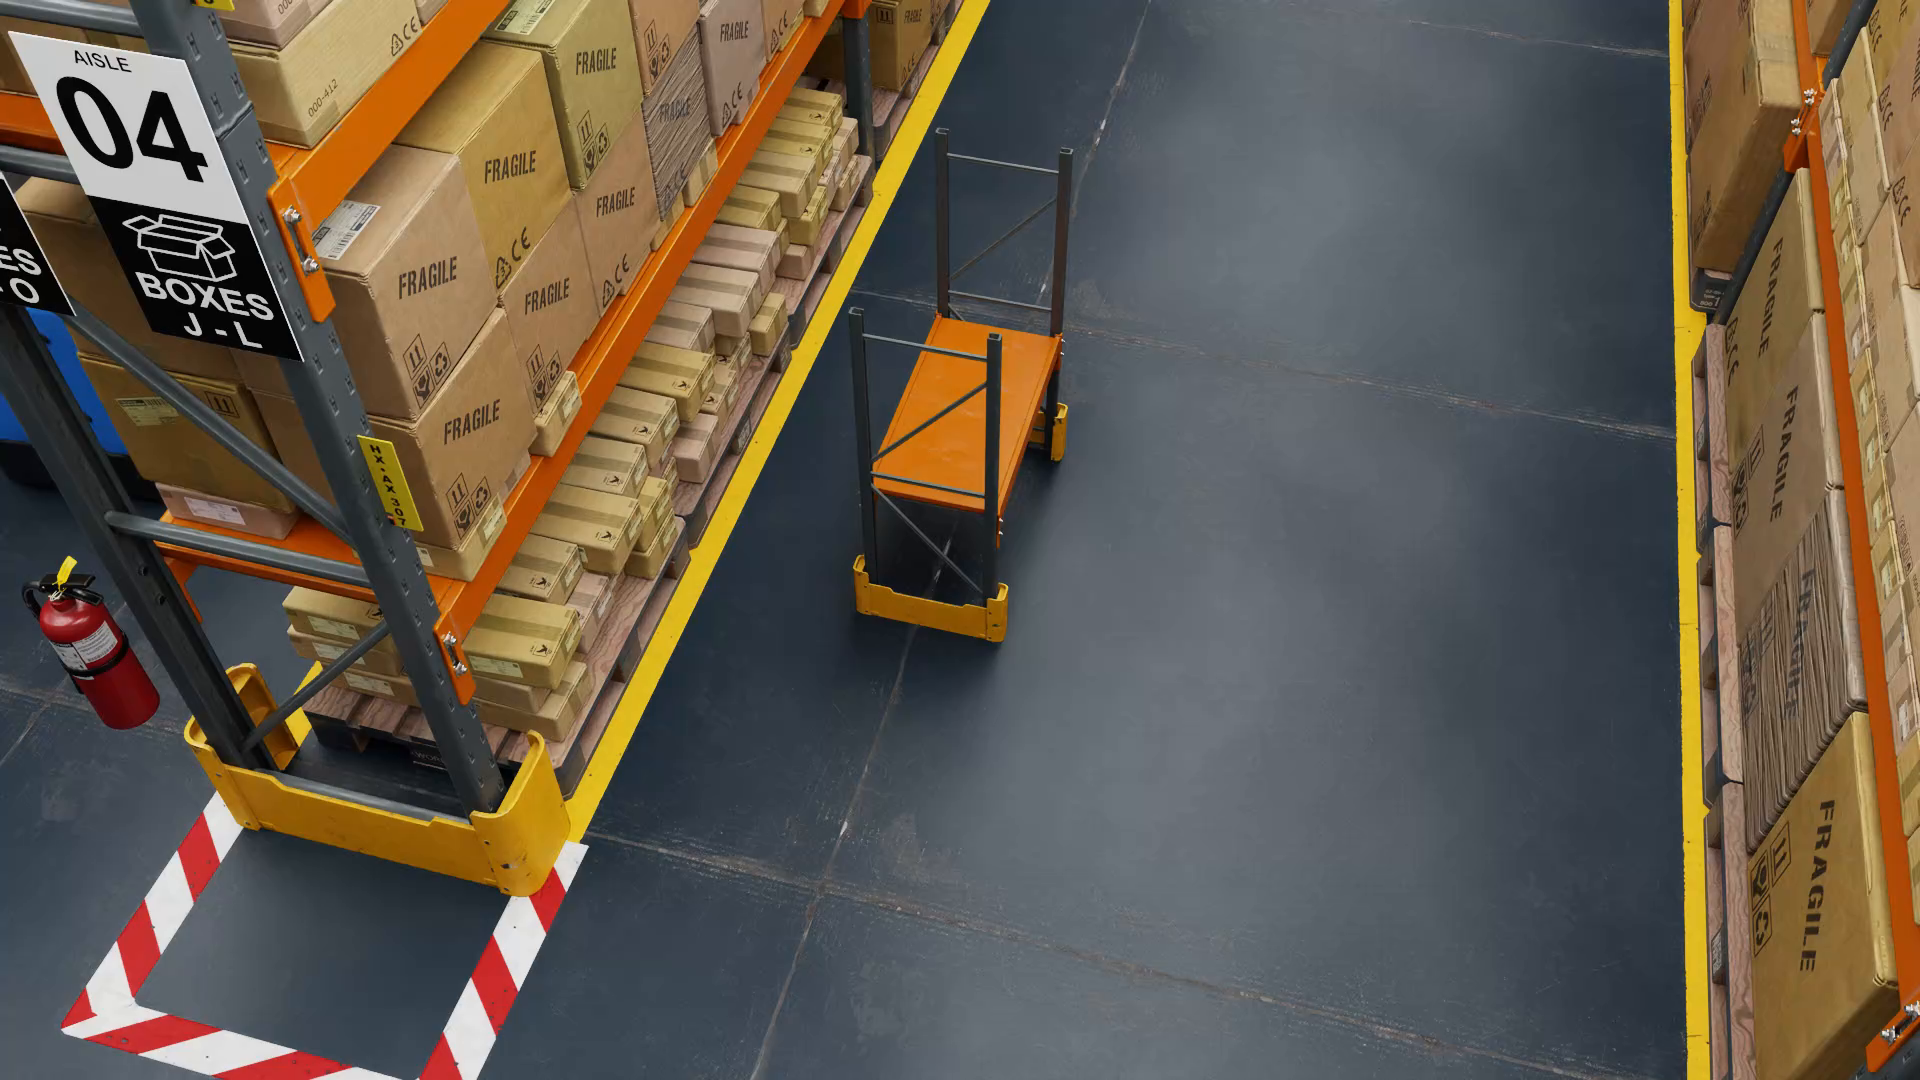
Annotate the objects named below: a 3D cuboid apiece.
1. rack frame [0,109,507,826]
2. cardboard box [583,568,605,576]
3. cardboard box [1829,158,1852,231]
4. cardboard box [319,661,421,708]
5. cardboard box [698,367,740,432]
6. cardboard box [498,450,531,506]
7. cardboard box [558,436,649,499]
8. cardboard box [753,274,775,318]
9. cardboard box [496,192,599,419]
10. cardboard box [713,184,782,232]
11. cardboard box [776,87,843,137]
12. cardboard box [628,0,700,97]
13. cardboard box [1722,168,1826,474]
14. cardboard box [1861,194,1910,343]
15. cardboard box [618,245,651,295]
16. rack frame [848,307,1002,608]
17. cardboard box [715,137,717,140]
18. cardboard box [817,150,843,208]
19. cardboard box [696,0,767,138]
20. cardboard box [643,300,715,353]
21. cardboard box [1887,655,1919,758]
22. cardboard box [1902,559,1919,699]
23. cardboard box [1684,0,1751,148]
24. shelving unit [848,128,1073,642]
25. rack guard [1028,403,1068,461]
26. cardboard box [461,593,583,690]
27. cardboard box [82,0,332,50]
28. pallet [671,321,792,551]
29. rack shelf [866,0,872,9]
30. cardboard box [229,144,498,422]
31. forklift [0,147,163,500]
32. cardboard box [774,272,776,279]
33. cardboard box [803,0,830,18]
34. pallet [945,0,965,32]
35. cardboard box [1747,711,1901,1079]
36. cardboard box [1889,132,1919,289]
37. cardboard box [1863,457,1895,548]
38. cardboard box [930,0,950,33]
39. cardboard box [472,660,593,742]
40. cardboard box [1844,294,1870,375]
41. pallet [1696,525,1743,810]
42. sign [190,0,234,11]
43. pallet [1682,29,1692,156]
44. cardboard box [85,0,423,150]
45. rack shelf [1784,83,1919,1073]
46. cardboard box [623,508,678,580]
[{"bbox_3d":[-1.968,0.039,4.634,1.000,3.000,0.127,12,50,10],"label":"rack frame"},{"bbox_3d":[-1.477,0.035,6.060,0.380,0.149,0.250,12,50,11],"label":"cardboard box"},{"bbox_3d":[3.306,-1.190,5.886,0.380,0.149,0.250,13,50,11],"label":"cardboard box"},{"bbox_3d":[-2.031,0.421,5.918,0.380,0.149,0.250,12,50,11],"label":"cardboard box"},{"bbox_3d":[-1.127,-0.594,6.814,0.380,0.149,0.250,12,50,10],"label":"cardboard box"},{"bbox_3d":[-1.540,-0.240,5.048,0.380,0.149,0.250,13,50,11],"label":"cardboard box"},{"bbox_3d":[-1.371,-0.241,6.106,0.380,0.149,0.250,9,49,8],"label":"cardboard box"},{"bbox_3d":[-1.013,-1.112,7.073,0.380,0.149,0.250,13,50,11],"label":"cardboard box"},{"bbox_3d":[-1.467,-0.755,5.069,0.500,0.500,0.500,12,50,10],"label":"cardboard box"},{"bbox_3d":[-0.989,-1.392,7.121,0.380,0.149,0.250,13,50,11],"label":"cardboard box"},{"bbox_3d":[-0.758,-1.938,7.603,0.380,0.149,0.250,13,50,11],"label":"cardboard box"},{"bbox_3d":[-1.178,-1.803,5.328,0.500,0.500,0.500,10,49,9],"label":"cardboard box"},{"bbox_3d":[3.592,-0.777,6.491,0.875,0.875,0.875,12,50,10],"label":"cardboard box"},{"bbox_3d":[3.200,-0.829,5.301,0.500,0.250,0.500,13,50,11],"label":"cardboard box"},{"bbox_3d":[-1.294,-1.003,5.721,0.380,0.149,0.250,11,49,9],"label":"cardboard box"},{"bbox_3d":[-0.111,-0.190,5.836,0.500,1.500,0.032,12,50,10],"label":"rack frame"},{"bbox_3d":[-1.108,-1.572,6.223,0.380,0.149,0.250,11,49,9],"label":"cardboard box"},{"bbox_3d":[-0.751,-1.660,7.556,0.380,0.149,0.250,9,49,8],"label":"cardboard box"},{"bbox_3d":[-1.040,-1.845,6.032,0.500,0.500,0.500,11,50,10],"label":"cardboard box"},{"bbox_3d":[-1.201,-0.822,6.618,0.380,0.149,0.250,12,50,10],"label":"cardboard box"},{"bbox_3d":[2.701,0.481,4.412,0.380,0.149,0.250,12,50,10],"label":"cardboard box"},{"bbox_3d":[2.796,0.272,4.330,0.500,0.250,0.500,11,49,9],"label":"cardboard box"},{"bbox_3d":[4.227,-2.352,7.881,1.225,0.875,0.875,10,49,9],"label":"cardboard box"},{"bbox_3d":[0.020,-0.551,6.155,0.587,1.500,1.083,12,50,10],"label":"shelving unit"},{"bbox_3d":[0.151,-0.498,6.942,0.587,0.250,0.087,12,50,10],"label":"rack guard"},{"bbox_3d":[-1.503,0.334,5.598,0.380,0.149,0.250,10,49,8],"label":"cardboard box"},{"bbox_3d":[-1.599,-1.343,3.619,0.500,0.250,0.500,12,50,11],"label":"cardboard box"},{"bbox_3d":[-1.377,-0.554,7.017,1.003,0.211,1.213,12,50,10],"label":"pallet"},{"bbox_3d":[-0.389,-4.063,8.734,1.077,0.370,4.000,12,50,10],"label":"rack shelf"},{"bbox_3d":[-1.594,-0.696,4.350,0.500,0.500,0.500,11,50,10],"label":"cardboard box"},{"bbox_3d":[-3.178,-2.227,6.680,1.130,2.935,3.031,7,49,6],"label":"forklift"},{"bbox_3d":[-1.033,-1.157,7.311,0.380,0.149,0.250,10,49,9],"label":"cardboard box"},{"bbox_3d":[-0.728,-2.311,6.875,0.380,0.149,0.250,10,49,9],"label":"cardboard box"},{"bbox_3d":[-0.393,-3.380,9.512,1.003,0.211,1.213,12,50,10],"label":"pallet"},{"bbox_3d":[2.881,1.176,4.767,0.875,0.875,0.875,12,50,10],"label":"cardboard box"},{"bbox_3d":[3.201,-1.072,5.015,0.500,0.500,0.500,10,49,9],"label":"cardboard box"},{"bbox_3d":[2.901,-0.075,4.902,0.380,0.149,0.250,12,50,10],"label":"cardboard box"},{"bbox_3d":[-0.328,-3.031,8.731,0.500,0.500,0.500,14,50,12],"label":"cardboard box"},{"bbox_3d":[-1.522,0.527,5.824,0.380,0.149,0.250,12,50,11],"label":"cardboard box"},{"bbox_3d":[3.104,-0.633,5.395,0.380,0.149,0.250,12,50,10],"label":"cardboard box"},{"bbox_3d":[3.248,0.540,6.052,1.003,0.211,1.213,12,50,10],"label":"pallet"},{"bbox_3d":[-1.445,-1.136,3.087,0.100,0.325,0.005,12,50,10],"label":"sign"},{"bbox_3d":[4.293,-2.338,8.592,1.003,0.211,1.213,12,50,10],"label":"pallet"},{"bbox_3d":[-1.604,-1.178,3.808,0.500,0.250,0.500,13,50,11],"label":"cardboard box"},{"bbox_3d":[3.317,-0.118,5.252,1.077,0.370,4.000,12,50,10],"label":"rack shelf"},{"bbox_3d":[-1.300,-0.022,6.309,0.380,0.149,0.250,12,50,10],"label":"cardboard box"}]
